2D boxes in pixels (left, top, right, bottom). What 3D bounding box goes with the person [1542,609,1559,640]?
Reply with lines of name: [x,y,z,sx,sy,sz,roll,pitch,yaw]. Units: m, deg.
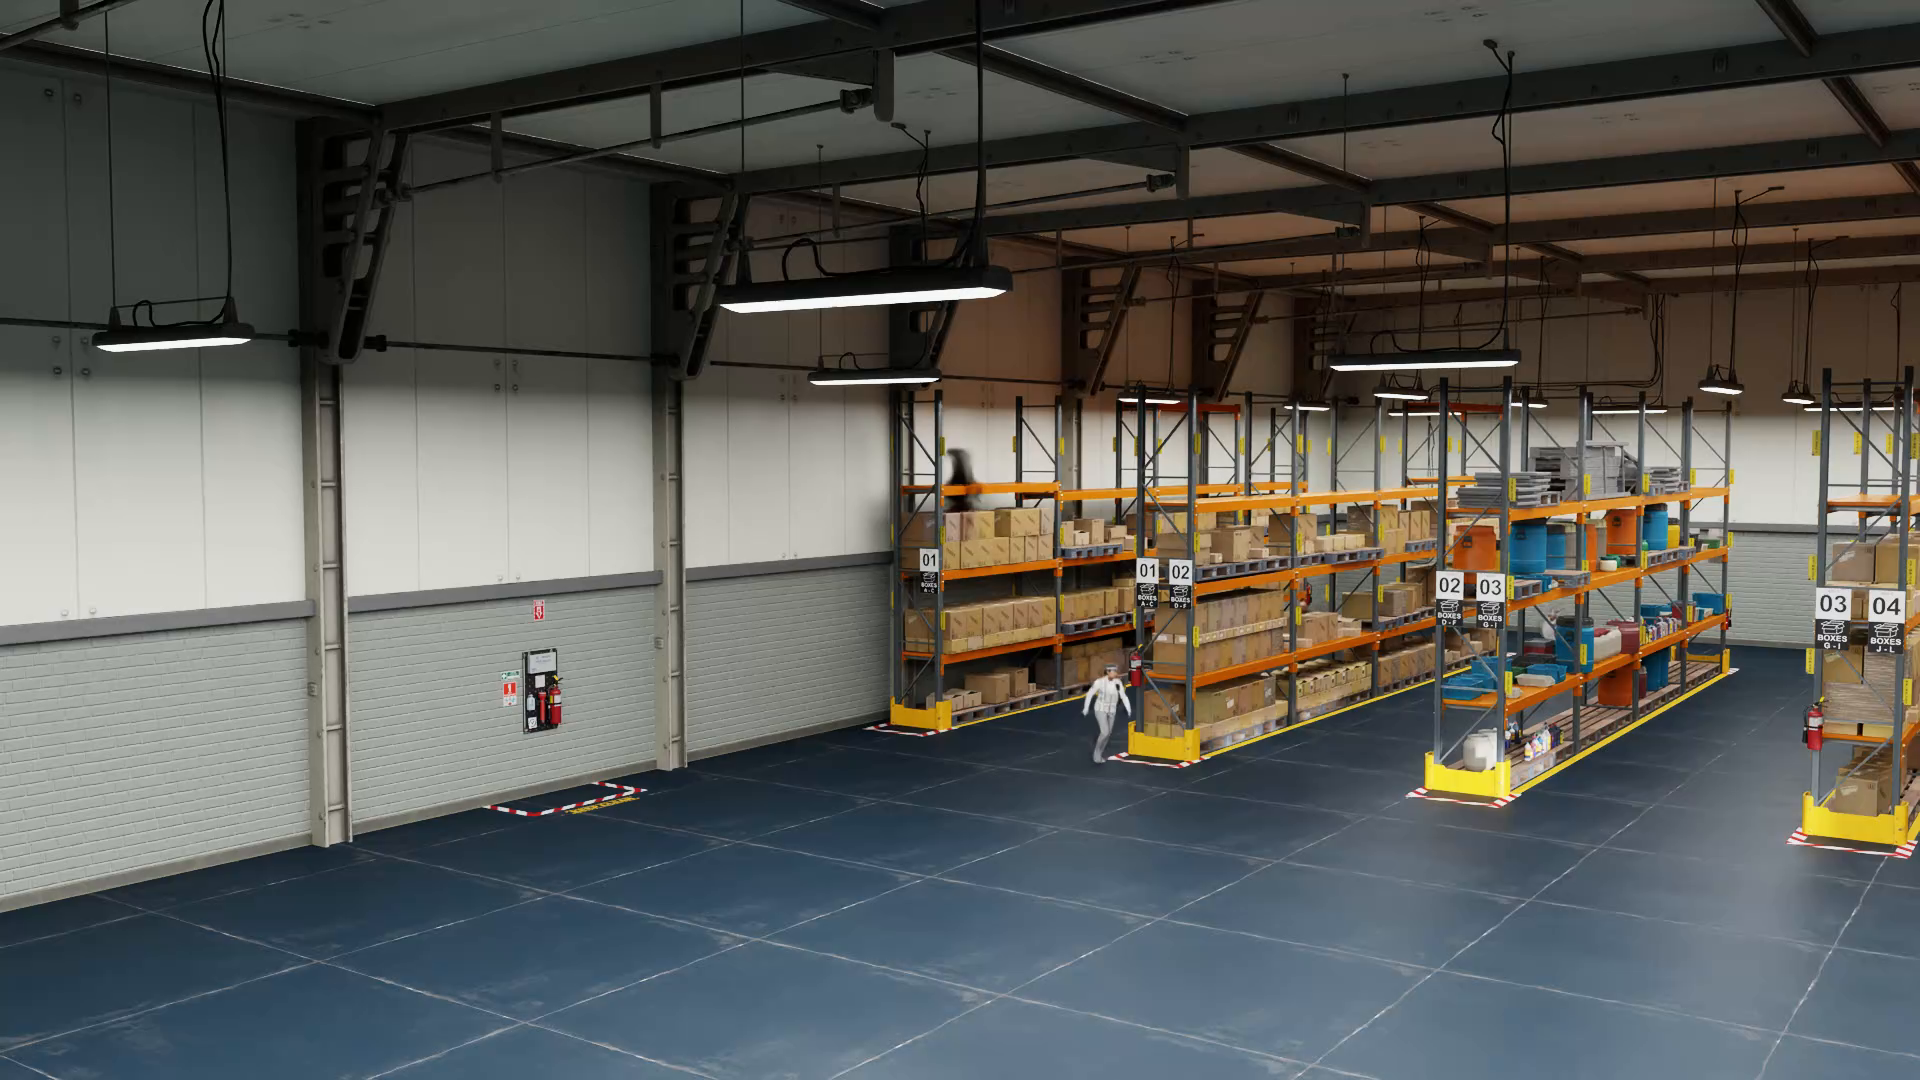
person: [12.314,2.236,34.610,0.558,1.621,0.774,3,4,40]

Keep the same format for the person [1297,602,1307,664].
person: [7.285,2.171,35.252,0.728,1.734,0.721,1,4,24]

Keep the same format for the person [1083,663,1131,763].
person: [2.341,2.715,26.061,0.593,1.619,0.735,-1,4,-24]
